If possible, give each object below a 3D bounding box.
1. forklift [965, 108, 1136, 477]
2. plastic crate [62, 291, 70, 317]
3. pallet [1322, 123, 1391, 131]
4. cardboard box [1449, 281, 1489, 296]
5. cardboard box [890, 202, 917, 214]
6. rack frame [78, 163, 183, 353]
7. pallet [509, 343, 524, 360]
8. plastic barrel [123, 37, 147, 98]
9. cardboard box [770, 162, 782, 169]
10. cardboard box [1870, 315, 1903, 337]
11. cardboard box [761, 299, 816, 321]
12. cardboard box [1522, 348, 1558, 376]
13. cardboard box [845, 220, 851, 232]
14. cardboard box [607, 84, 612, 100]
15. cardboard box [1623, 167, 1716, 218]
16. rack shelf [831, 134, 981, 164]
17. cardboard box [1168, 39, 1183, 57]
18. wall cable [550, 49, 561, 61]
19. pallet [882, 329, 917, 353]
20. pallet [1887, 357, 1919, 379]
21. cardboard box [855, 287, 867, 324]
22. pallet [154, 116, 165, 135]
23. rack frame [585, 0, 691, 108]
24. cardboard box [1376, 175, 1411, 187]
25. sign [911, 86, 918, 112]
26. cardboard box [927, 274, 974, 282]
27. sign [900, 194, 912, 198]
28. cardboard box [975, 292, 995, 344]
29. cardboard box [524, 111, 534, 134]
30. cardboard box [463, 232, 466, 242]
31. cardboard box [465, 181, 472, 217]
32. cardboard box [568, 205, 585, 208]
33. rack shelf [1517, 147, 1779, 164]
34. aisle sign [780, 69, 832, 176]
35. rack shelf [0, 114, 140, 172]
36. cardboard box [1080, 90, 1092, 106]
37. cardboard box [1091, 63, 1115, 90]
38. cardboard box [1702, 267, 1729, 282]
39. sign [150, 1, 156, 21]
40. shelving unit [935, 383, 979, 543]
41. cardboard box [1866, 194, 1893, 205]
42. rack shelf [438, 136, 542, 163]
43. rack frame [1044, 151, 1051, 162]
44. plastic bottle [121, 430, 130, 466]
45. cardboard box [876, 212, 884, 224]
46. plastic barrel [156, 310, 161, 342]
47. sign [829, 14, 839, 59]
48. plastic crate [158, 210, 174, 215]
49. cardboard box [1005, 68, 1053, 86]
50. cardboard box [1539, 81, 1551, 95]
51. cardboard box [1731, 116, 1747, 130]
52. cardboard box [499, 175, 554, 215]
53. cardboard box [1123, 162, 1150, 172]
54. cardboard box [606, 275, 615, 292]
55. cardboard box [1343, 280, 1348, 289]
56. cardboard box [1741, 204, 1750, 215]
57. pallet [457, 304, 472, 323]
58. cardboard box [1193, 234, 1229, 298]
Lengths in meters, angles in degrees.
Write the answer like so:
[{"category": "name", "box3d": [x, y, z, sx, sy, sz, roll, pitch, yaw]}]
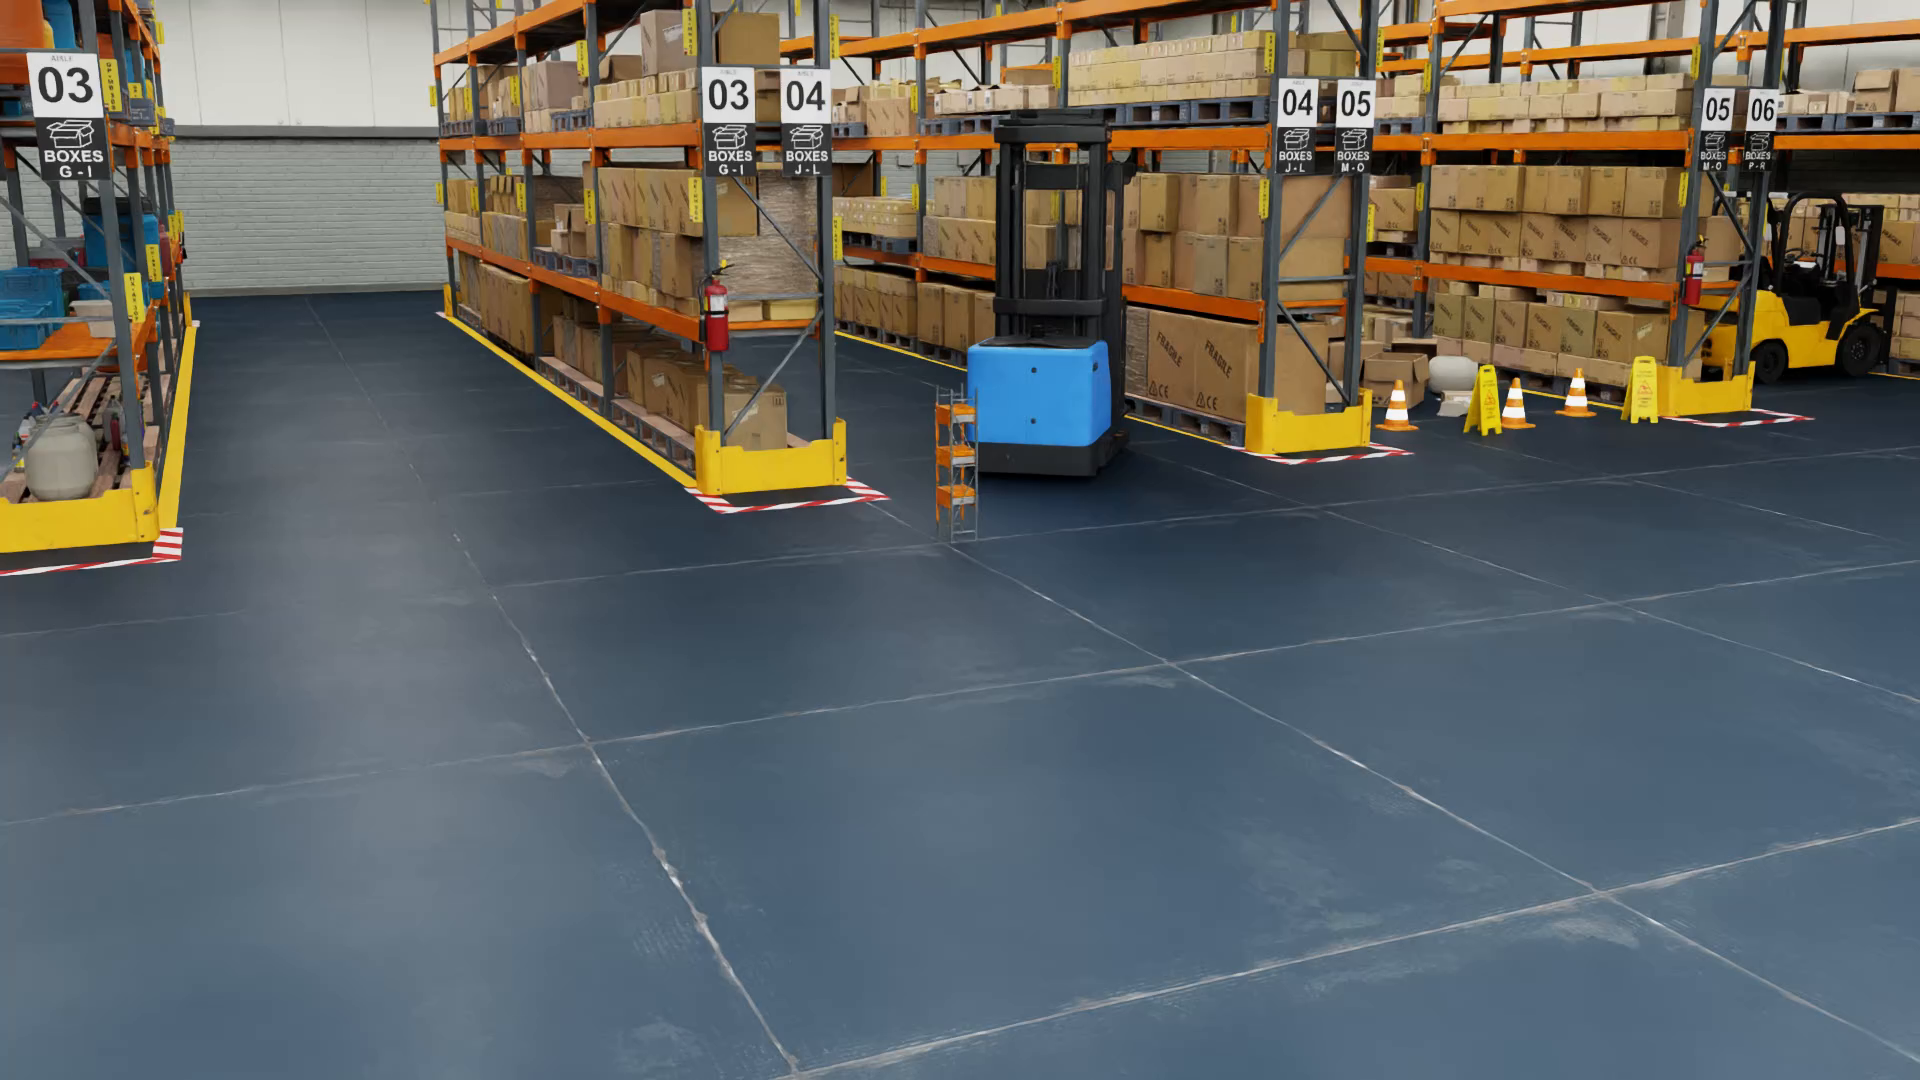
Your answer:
[{"category": "forklift", "box3d": [0.904, -2.221, 14.465, 1.130, 2.935, 3.031, 3, 13, 14]}, {"category": "plastic crate", "box3d": [-7.318, -1.846, 13.162, 0.450, 0.188, 0.662, -6, 14, -23]}, {"category": "pallet", "box3d": [5.447, -5.318, 21.461, 1.213, 0.211, 1.003, -6, 14, -23]}, {"category": "cardboard box", "box3d": [5.999, -2.966, 19.599, 0.380, 0.149, 0.250, -5, 14, -22]}, {"category": "cardboard box", "box3d": [-0.699, -4.388, 21.982, 0.380, 0.149, 0.250, -6, 14, -25]}, {"category": "rack frame", "box3d": [-10.808, -3.908, 21.602, 1.000, 3.000, 0.127, -6, 14, -23]}, {"category": "pallet", "box3d": [-5.399, -2.592, 22.099, 1.003, 0.211, 1.213, -6, 14, -23]}, {"category": "plastic barrel", "box3d": [-9.984, -5.479, 19.696, 0.600, 0.901, 0.708, -6, 14, -23]}, {"category": "cardboard box", "box3d": [-2.747, -5.855, 26.914, 0.500, 0.500, 0.500, -6, 14, -25]}, {"category": "cardboard box", "box3d": [11.266, -2.610, 20.054, 0.500, 0.250, 0.500, -6, 14, -24]}, {"category": "cardboard box", "box3d": [-1.358, -1.834, 13.198, 0.380, 0.149, 0.250, -6, 14, -23]}, {"category": "cardboard box", "box3d": [6.632, -1.994, 18.500, 0.500, 0.250, 0.500, -6, 14, -25]}, {"category": "cardboard box", "box3d": [-1.420, -4.472, 23.666, 0.380, 0.149, 0.250, -6, 14, -24]}, {"category": "cardboard box", "box3d": [-3.048, -4.141, 15.406, 0.380, 0.149, 0.250, -6, 14, -26]}, {"category": "cardboard box", "box3d": [7.213, -3.538, 16.903, 0.700, 0.500, 0.500, -6, 14, -24]}, {"category": "rack shelf", "box3d": [-0.883, -5.480, 23.338, 1.077, 0.370, 4.000, -6, 14, -23]}, {"category": "cardboard box", "box3d": [2.168, -4.585, 15.513, 0.380, 0.149, 0.250, -6, 14, -24]}, {"category": "wall cable", "box3d": [-6.979, -11.151, 32.459, 2.277, 5.999, 0.120, -6, 14, -23]}, {"category": "pallet", "box3d": [-0.394, -2.759, 22.822, 1.003, 0.211, 1.213, -6, 14, -23]}, {"category": "pallet", "box3d": [11.819, -2.016, 19.611, 1.003, 0.211, 1.213, -6, 14, -23]}, {"category": "cardboard box", "box3d": [-1.196, -3.376, 23.917, 0.500, 0.500, 0.500, -5, 14, -22]}, {"category": "pallet", "box3d": [-9.947, -4.890, 19.612, 1.003, 0.211, 1.213, -6, 14, -23]}, {"category": "rack frame", "box3d": [-3.065, -5.625, 15.717, 1.000, 3.000, 0.127, -6, 14, -23]}, {"category": "cardboard box", "box3d": [5.621, -4.656, 21.583, 0.380, 0.149, 0.250, -5, 14, -20]}, {"category": "sign", "box3d": [-0.580, -5.620, 21.203, 0.100, 0.325, 0.005, -6, 14, -23]}, {"category": "cardboard box", "box3d": [-0.137, -3.472, 22.669, 0.500, 0.250, 0.500, -6, 14, -26]}, {"category": "sign", "box3d": [-1.141, -7.379, 36.002, 0.327, 0.218, 0.001, -6, 14, -23]}, {"category": "cardboard box", "box3d": [0.806, -2.558, 19.827, 1.050, 0.750, 0.750, -6, 14, -23]}, {"category": "cardboard box", "box3d": [-4.712, -4.797, 19.124, 0.500, 0.250, 0.500, -5, 14, -22]}, {"category": "cardboard box", "box3d": [-7.207, -4.532, 24.854, 0.380, 0.149, 0.250, -6, 14, -24]}, {"category": "cardboard box", "box3d": [-6.896, -4.967, 24.188, 0.500, 0.500, 0.500, -5, 14, -22]}, {"category": "cardboard box", "box3d": [-4.099, -3.568, 18.980, 0.700, 0.500, 0.500, -3, 13, -15]}, {"category": "rack shelf", "box3d": [9.761, -5.571, 23.729, 1.077, 0.370, 4.000, -6, 14, -23]}, {"category": "aisle sign", "box3d": [-1.163, -3.157, 12.591, 0.394, 0.787, 0.004, -6, 14, -23]}, {"category": "rack shelf", "box3d": [-6.802, -2.953, 12.418, 1.077, 0.370, 4.000, -6, 14, -23]}, {"category": "cardboard box", "box3d": [1.460, -4.562, 17.182, 0.380, 0.149, 0.250, -6, 14, -23]}, {"category": "cardboard box", "box3d": [1.663, -4.686, 16.830, 0.500, 0.250, 0.500, -6, 14, -23]}, {"category": "cardboard box", "box3d": [7.671, -2.737, 17.102, 0.380, 0.149, 0.250, -6, 14, -23]}, {"category": "sign", "box3d": [-10.303, -6.778, 21.162, 0.100, 0.325, 0.005, -6, 14, -23]}, {"category": "shelving unit", "box3d": [-0.021, -0.523, 11.299, 0.215, 1.050, 0.252, -6, 14, -23]}, {"category": "cardboard box", "box3d": [11.208, -4.101, 20.117, 0.380, 0.149, 0.250, -5, 14, -22]}, {"category": "rack shelf", "box3d": [-7.071, -5.879, 25.063, 1.077, 0.370, 4.000, -6, 14, -23]}, {"category": "rack frame", "box3d": [1.208, -6.077, 30.973, 1.000, 3.000, 0.127, -6, 14, -23]}, {"category": "plastic bottle", "box3d": [-6.442, -0.716, 12.888, 0.097, 0.271, 0.097, 0, 13, 0]}, {"category": "cardboard box", "box3d": [-0.914, -4.353, 22.492, 0.380, 0.149, 0.250, -5, 14, -22]}, {"category": "plastic barrel", "box3d": [-10.605, -2.976, 21.299, 0.600, 0.901, 0.708, -6, 14, -23]}, {"category": "sign", "box3d": [-0.966, -3.812, 12.598, 0.100, 0.325, 0.005, -6, 14, -23]}, {"category": "plastic crate", "box3d": [-12.105, -4.728, 24.936, 0.616, 0.435, 0.499, -6, 14, -23]}, {"category": "cardboard box", "box3d": [0.871, -5.385, 19.959, 0.500, 0.500, 0.500, -6, 14, -23]}, {"category": "cardboard box", "box3d": [6.541, -4.917, 18.097, 0.380, 0.149, 0.250, -5, 14, -22]}, {"category": "cardboard box", "box3d": [7.782, -4.208, 16.803, 0.380, 0.149, 0.250, -6, 14, -23]}, {"category": "cardboard box", "box3d": [-5.742, -4.618, 22.226, 0.797, 0.503, 0.637, -5, 14, -22]}, {"category": "cardboard box", "box3d": [2.922, -6.191, 27.588, 0.380, 0.149, 0.250, -6, 14, -24]}, {"category": "cardboard box", "box3d": [-3.166, -2.455, 15.884, 0.380, 0.149, 0.250, -6, 14, -23]}, {"category": "cardboard box", "box3d": [6.865, -4.604, 29.999, 0.380, 0.149, 0.250, -6, 14, -25]}, {"category": "cardboard box", "box3d": [10.448, -4.322, 21.730, 0.380, 0.149, 0.250, -6, 14, -24]}, {"category": "pallet", "box3d": [-7.480, -3.665, 26.737, 1.003, 0.211, 1.213, -6, 14, -23]}, {"category": "cardboard box", "box3d": [2.692, -2.560, 15.447, 0.875, 0.550, 0.550, -6, 14, -23]}]
